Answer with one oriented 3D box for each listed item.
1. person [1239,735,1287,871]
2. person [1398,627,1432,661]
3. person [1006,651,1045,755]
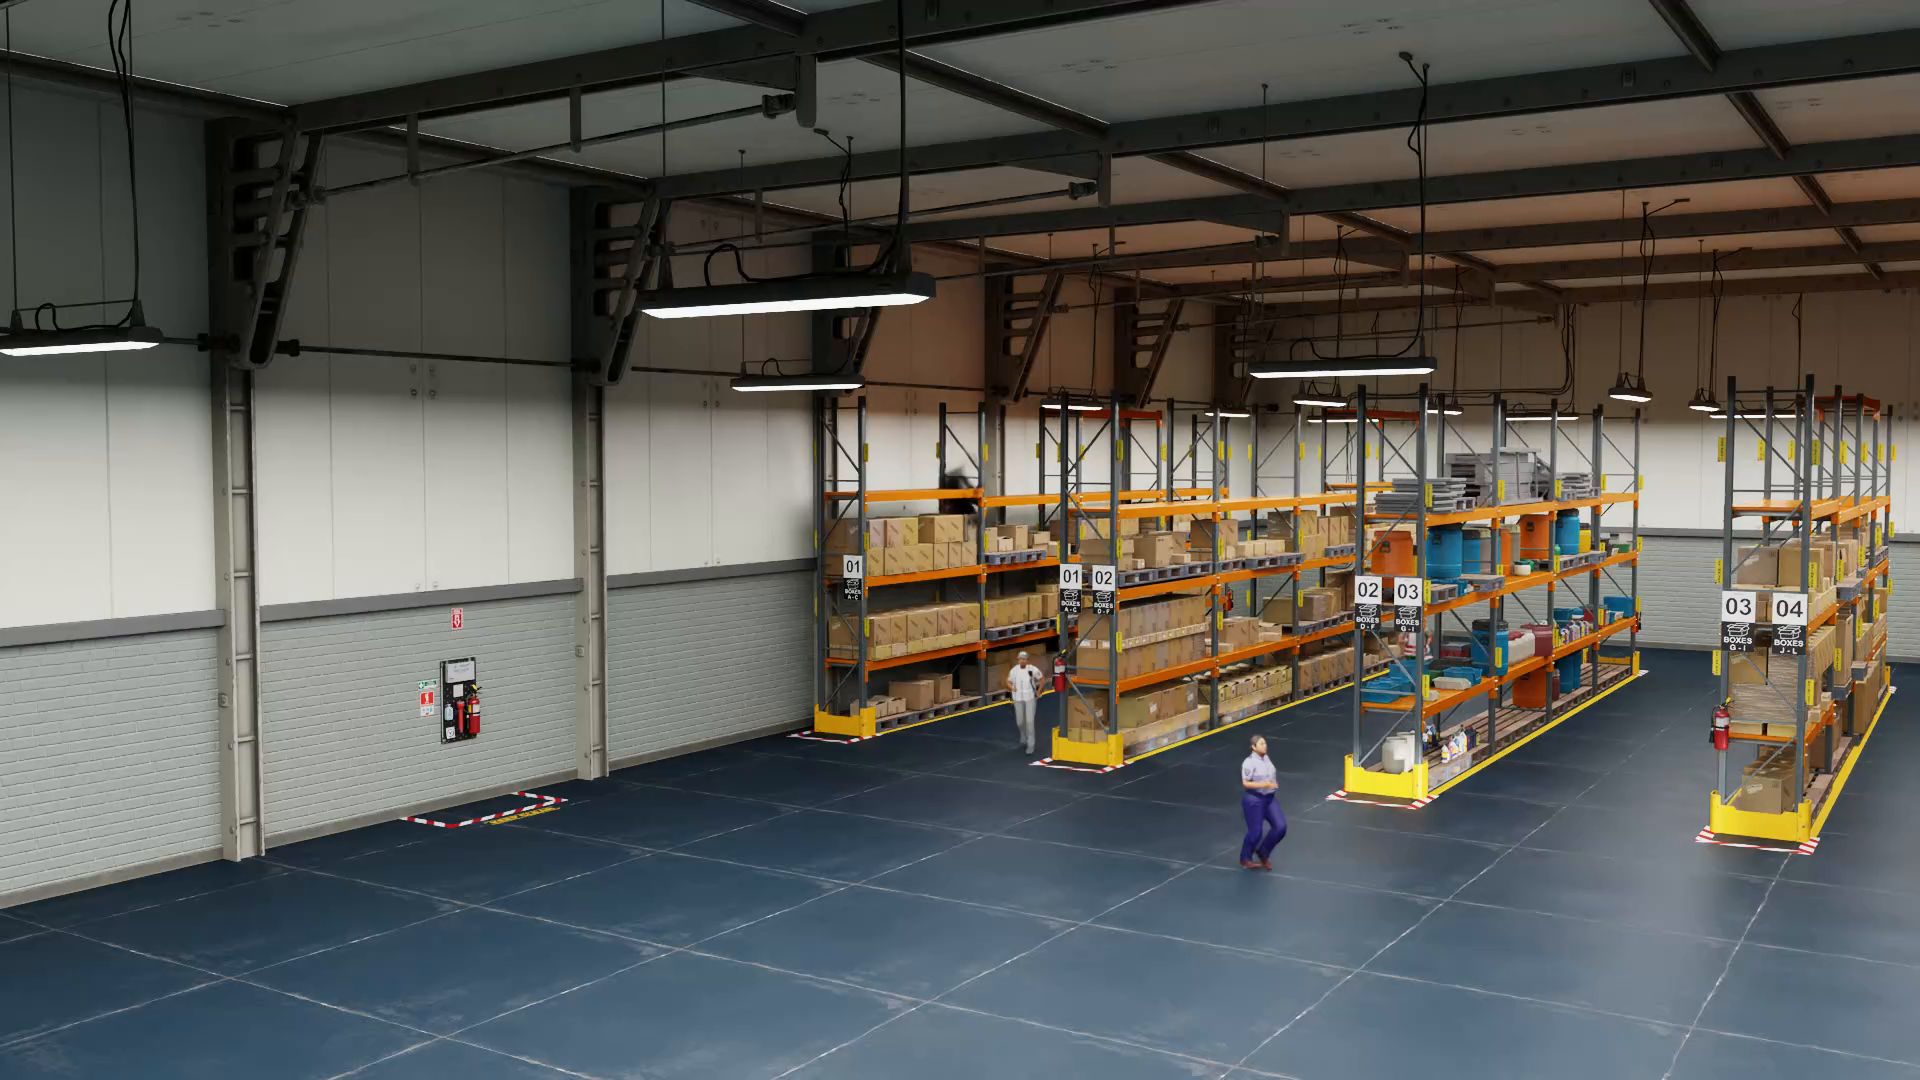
[{"bbox_3d":[3.613,3.151,19.833,0.589,1.649,0.632,-2,4,-37],"label":"person"},{"bbox_3d":[9.101,2.338,33.317,0.639,1.824,0.825,1,3,23],"label":"person"},{"bbox_3d":[1.096,2.703,27.949,0.645,1.681,0.837,0,3,8],"label":"person"}]
